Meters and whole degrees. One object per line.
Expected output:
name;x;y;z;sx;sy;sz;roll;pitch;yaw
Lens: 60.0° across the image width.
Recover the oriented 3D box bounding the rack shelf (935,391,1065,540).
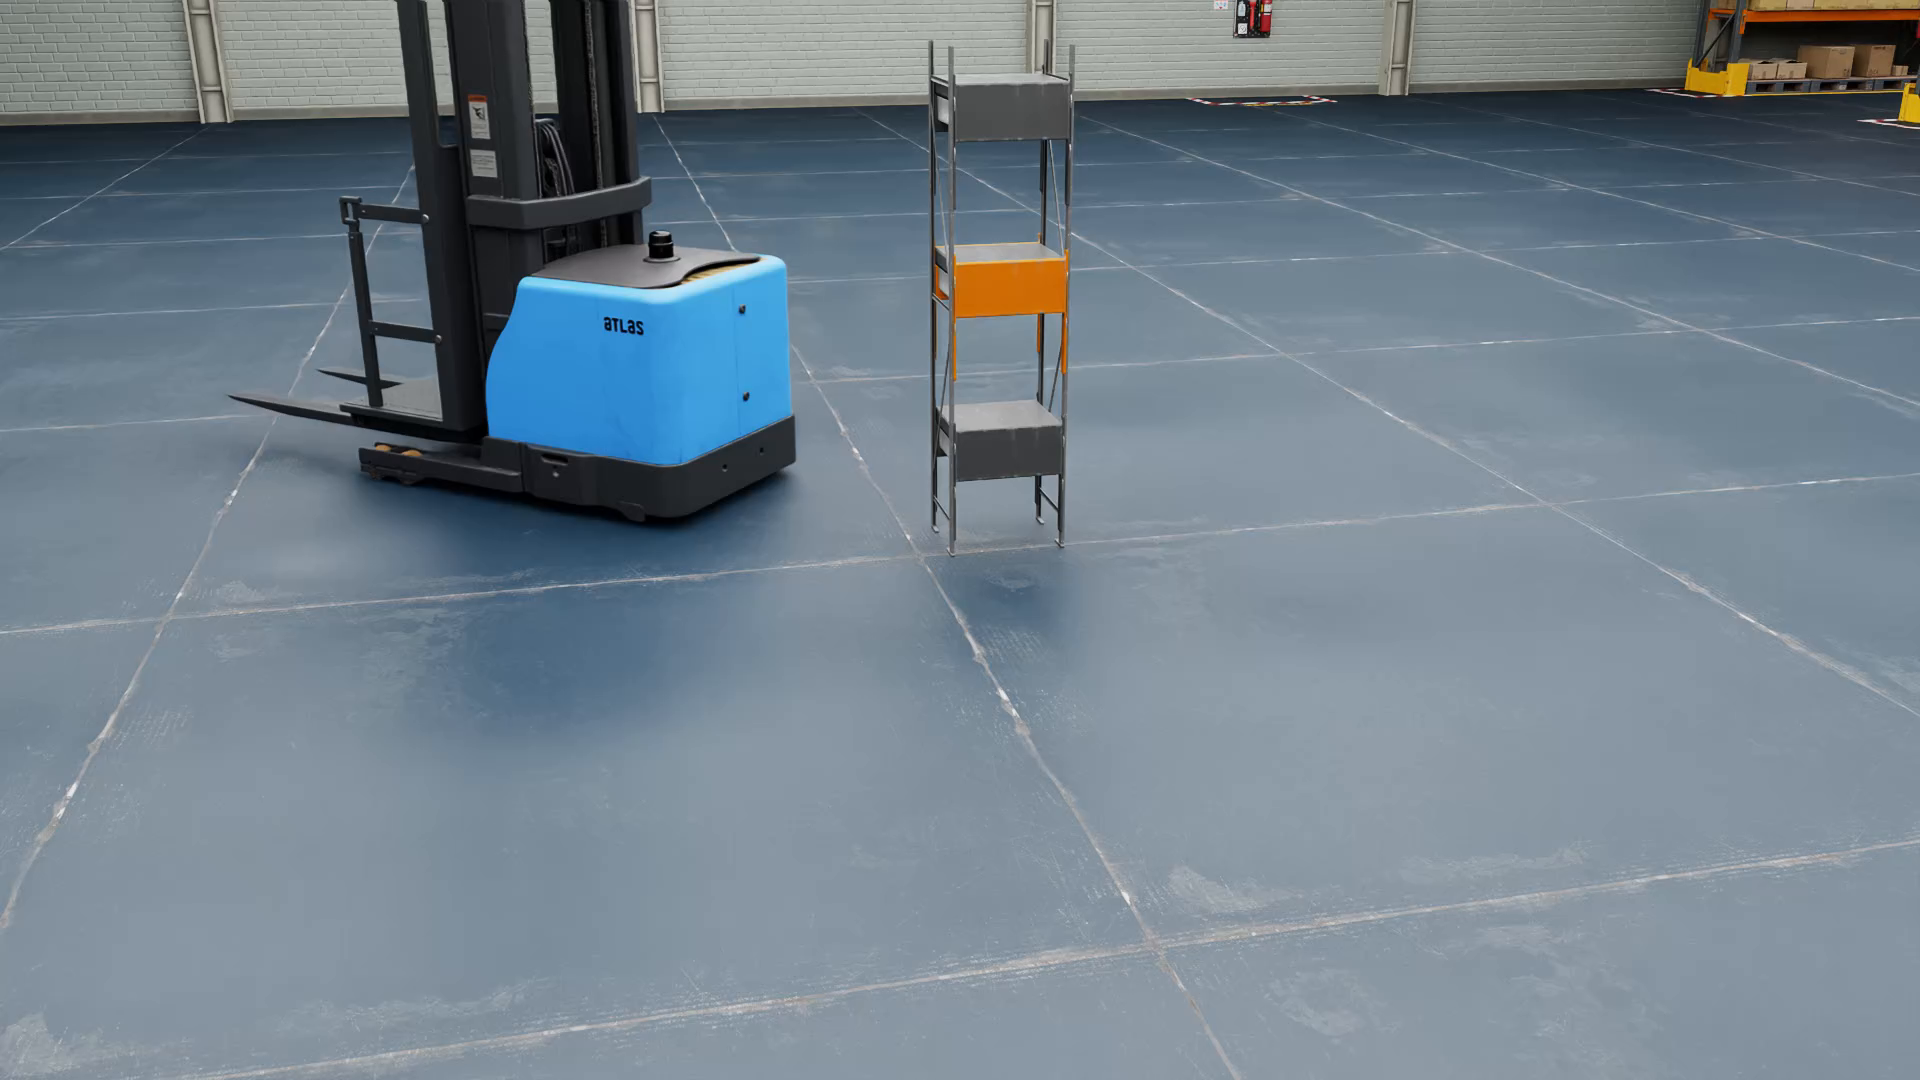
rack shelf;0.161;-0.329;7.235;0.480;0.518;0.431;-5;21;-12

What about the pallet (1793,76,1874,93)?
pallet;14.507;-7.684;27.985;1.213;0.211;1.003;-5;21;-12

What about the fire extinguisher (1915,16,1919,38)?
fire extinguisher;13.371;-7.292;22.972;0.183;0.674;0.296;-5;21;-12

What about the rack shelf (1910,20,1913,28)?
rack shelf;18.288;-8.977;28.506;4.000;0.370;1.077;-5;21;-12

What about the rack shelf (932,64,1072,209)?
rack shelf;0.161;-1.644;6.753;0.480;0.518;0.431;-5;21;-12

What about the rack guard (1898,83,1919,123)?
rack guard;13.569;-6.006;22.985;0.348;0.500;1.175;-5;21;-12

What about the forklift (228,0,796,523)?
forklift;-2.354;-1.793;7.947;3.031;2.935;1.130;10;22;25

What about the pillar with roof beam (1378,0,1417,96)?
pillar with roof beam;8.083;-10.086;21.765;0.400;9.000;9.100;-5;21;-12

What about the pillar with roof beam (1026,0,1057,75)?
pillar with roof beam;2.244;-9.611;20.469;0.400;9.000;9.100;-5;21;-12

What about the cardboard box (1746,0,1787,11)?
cardboard box;12.997;-8.711;26.923;0.500;0.250;0.500;-5;21;-14

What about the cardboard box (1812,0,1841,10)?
cardboard box;13.996;-8.795;27.153;0.500;0.250;0.500;-5;21;-13

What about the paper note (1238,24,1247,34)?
paper note;4.491;-8.123;26.408;0.142;0.148;0.016;-5;21;-12

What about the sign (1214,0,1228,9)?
sign;4.117;-8.535;26.200;0.234;0.329;0.001;-5;21;-12

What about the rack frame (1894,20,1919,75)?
rack frame;16.342;-9.156;27.950;0.127;3.000;1.000;-5;21;-12

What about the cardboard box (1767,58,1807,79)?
cardboard box;13.698;-7.854;27.663;0.500;0.311;0.500;-3;20;-8

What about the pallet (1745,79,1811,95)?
pallet;13.322;-7.589;27.725;1.213;0.211;1.003;-5;21;-12

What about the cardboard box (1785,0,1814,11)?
cardboard box;13.499;-8.757;27.049;0.500;0.250;0.500;-5;21;-14

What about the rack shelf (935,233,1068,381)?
rack shelf;0.161;-0.986;6.994;0.480;0.518;0.431;-5;21;-12

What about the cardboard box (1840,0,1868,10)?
cardboard box;14.489;-8.835;27.260;0.500;0.250;0.500;-4;21;-12

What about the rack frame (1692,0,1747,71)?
rack frame;12.449;-8.840;27.086;0.127;3.000;1.000;-5;21;-12

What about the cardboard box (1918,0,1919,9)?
cardboard box;15.951;-8.956;27.593;0.500;0.250;0.500;-5;21;-12

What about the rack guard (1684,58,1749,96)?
rack guard;12.523;-7.672;27.532;0.348;0.500;1.175;-5;21;-12

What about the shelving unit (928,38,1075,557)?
shelving unit;0.161;-0.999;6.989;0.503;2.100;0.431;-5;21;-12

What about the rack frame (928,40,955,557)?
rack frame;-0.076;-0.980;6.936;0.015;2.100;0.400;-5;21;-12

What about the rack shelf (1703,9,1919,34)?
rack shelf;14.396;-8.660;27.642;4.000;0.370;1.077;-5;21;-12

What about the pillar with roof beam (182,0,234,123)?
pillar with roof beam;-9.434;-8.661;17.876;0.400;9.000;9.100;-5;21;-12

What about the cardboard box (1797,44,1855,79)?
cardboard box;14.423;-7.984;27.743;0.500;0.500;0.700;-6;21;-16

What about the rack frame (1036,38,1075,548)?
rack frame;0.399;-1.018;7.042;0.015;2.100;0.400;-5;21;-12

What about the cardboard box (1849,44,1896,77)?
cardboard box;15.341;-8.094;28.043;0.500;0.500;0.500;-6;21;-17

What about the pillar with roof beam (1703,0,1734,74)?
pillar with roof beam;13.922;-10.561;23.062;0.400;9.000;9.100;-5;21;-12

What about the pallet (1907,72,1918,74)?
pallet;17.099;-7.909;28.599;1.213;0.211;1.003;-5;21;-12

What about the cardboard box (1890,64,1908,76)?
cardboard box;15.828;-7.980;28.219;0.250;0.166;0.380;-7;21;-20

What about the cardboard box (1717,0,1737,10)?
cardboard box;12.859;-8.881;27.386;0.500;0.250;0.500;-4;21;-12

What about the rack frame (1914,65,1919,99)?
rack frame;13.593;-7.182;22.560;0.127;3.000;1.000;-5;21;-12

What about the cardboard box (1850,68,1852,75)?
cardboard box;14.781;-7.905;28.037;0.250;0.149;0.380;-6;21;-17

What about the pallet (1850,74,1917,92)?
pallet;15.696;-7.782;28.252;1.213;0.211;1.003;-5;21;-12

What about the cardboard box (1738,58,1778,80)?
cardboard box;13.143;-7.809;27.540;0.500;0.311;0.500;-7;21;-19

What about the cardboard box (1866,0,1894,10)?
cardboard box;14.978;-8.875;27.370;0.500;0.250;0.500;-5;21;-13

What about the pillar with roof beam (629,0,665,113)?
pillar with roof beam;-3.595;-9.136;19.172;0.400;9.000;9.100;-5;21;-12

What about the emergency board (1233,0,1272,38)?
emergency board;4.679;-8.527;26.232;0.643;1.169;0.194;-5;21;-12

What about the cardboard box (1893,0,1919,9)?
cardboard box;15.464;-8.920;27.493;0.500;0.250;0.500;-5;21;-12
